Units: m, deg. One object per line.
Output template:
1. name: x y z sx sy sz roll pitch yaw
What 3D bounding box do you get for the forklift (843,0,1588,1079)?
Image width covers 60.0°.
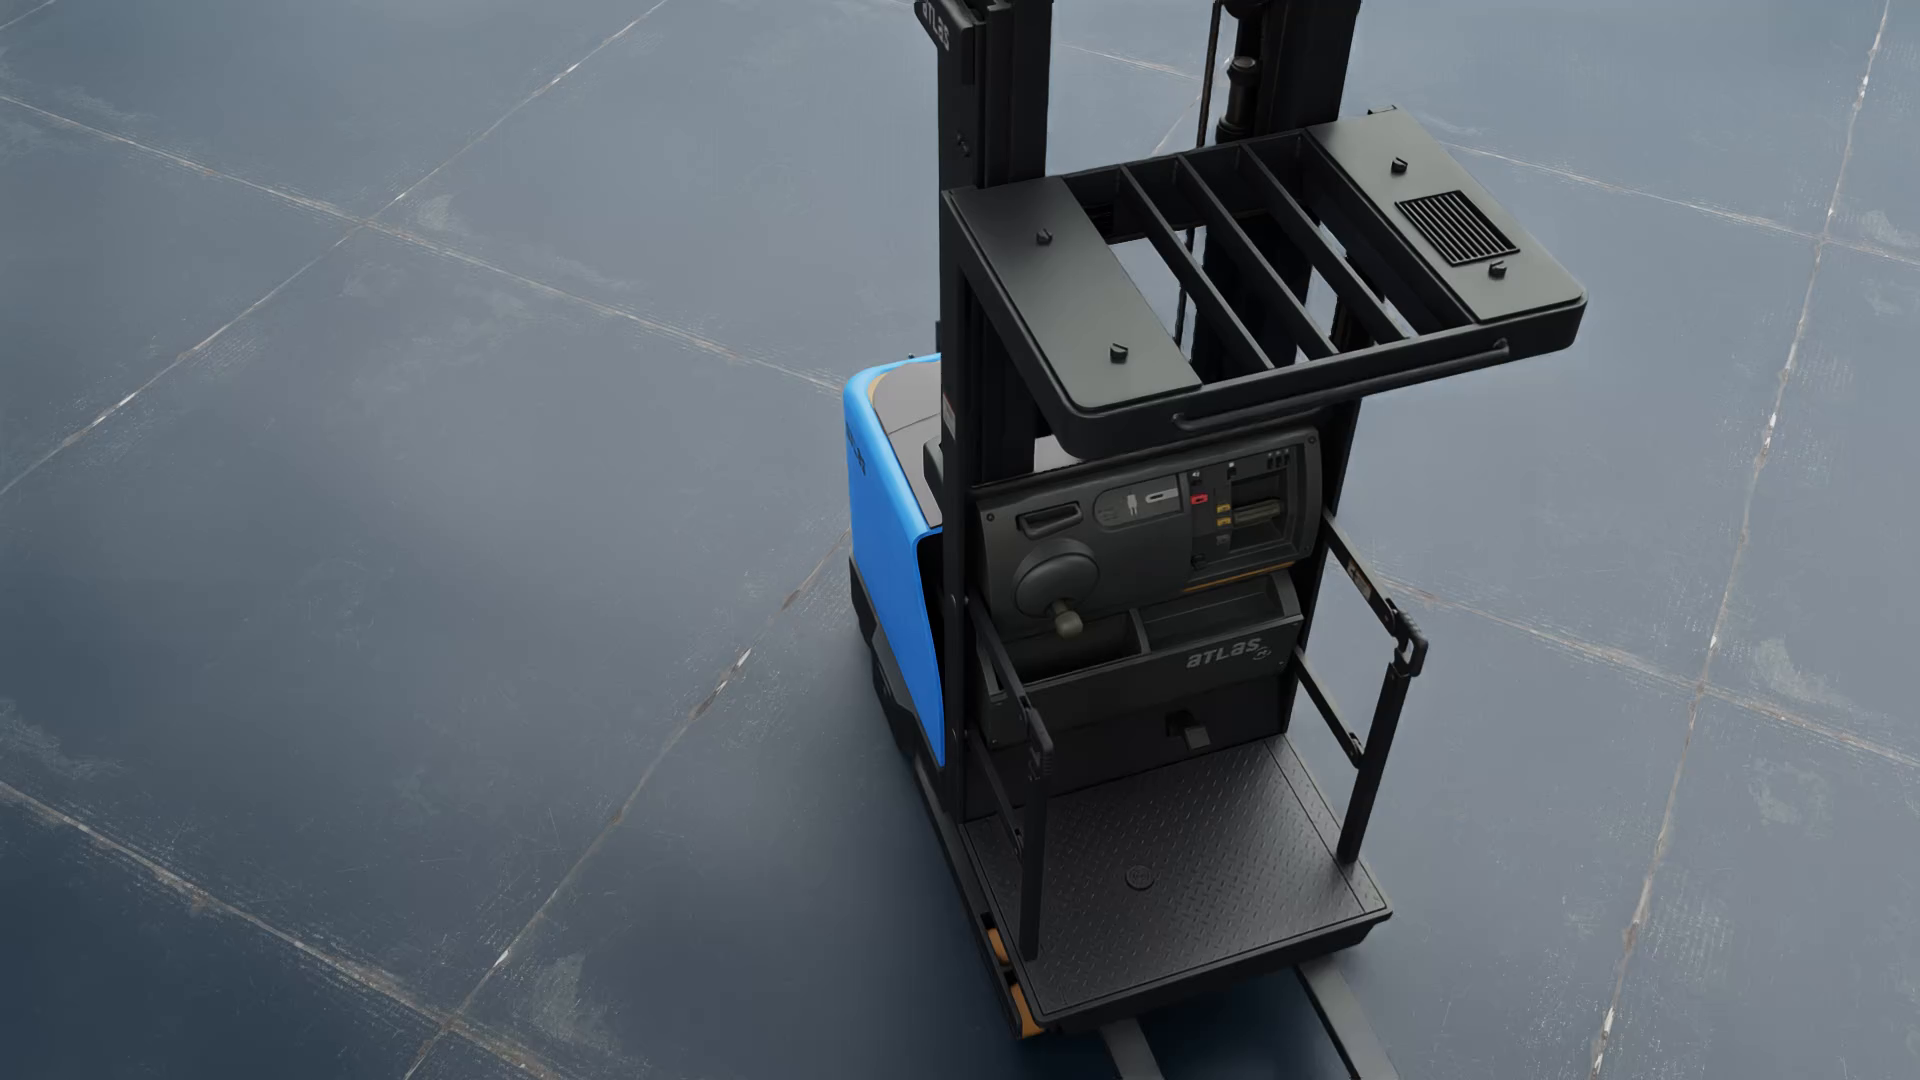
1. forklift: 0.570 0.075 4.115 1.130 2.935 3.031 -14 47 -13

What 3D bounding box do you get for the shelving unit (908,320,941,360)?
1. shelving unit: -0.021 -0.339 5.952 0.258 0.900 0.210 19 48 18

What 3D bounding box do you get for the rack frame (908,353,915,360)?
1. rack frame: -0.065 -0.274 5.888 0.240 0.900 0.006 19 48 18

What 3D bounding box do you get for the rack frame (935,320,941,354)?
1. rack frame: 0.024 -0.404 6.016 0.240 0.900 0.006 19 48 18
